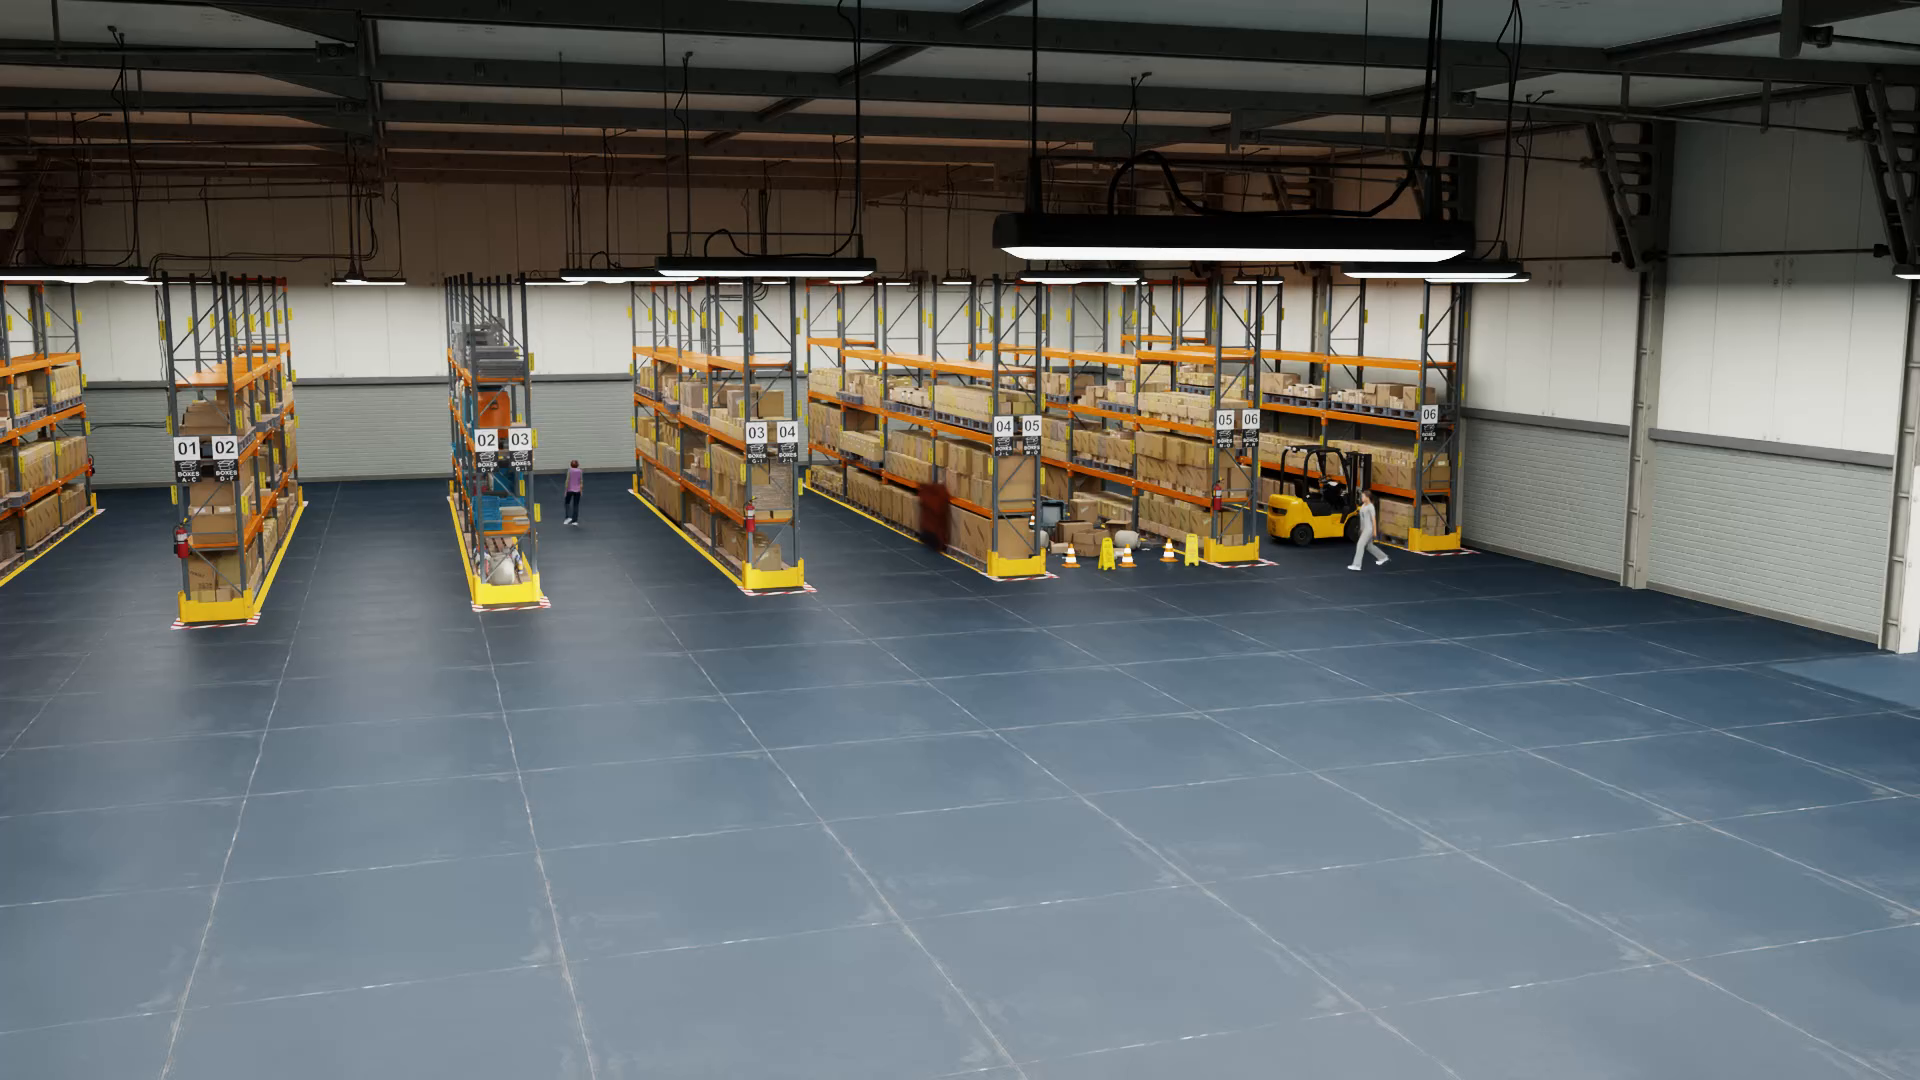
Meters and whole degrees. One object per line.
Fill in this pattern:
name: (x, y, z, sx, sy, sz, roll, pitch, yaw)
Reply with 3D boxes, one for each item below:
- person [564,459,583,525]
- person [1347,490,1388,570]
person: (-9.409, -1.165, 40.446, 0.498, 1.600, 0.355, -3, 9, -18)
person: (8.374, -0.208, 34.001, 1.002, 1.629, 0.447, -2, 9, -16)
